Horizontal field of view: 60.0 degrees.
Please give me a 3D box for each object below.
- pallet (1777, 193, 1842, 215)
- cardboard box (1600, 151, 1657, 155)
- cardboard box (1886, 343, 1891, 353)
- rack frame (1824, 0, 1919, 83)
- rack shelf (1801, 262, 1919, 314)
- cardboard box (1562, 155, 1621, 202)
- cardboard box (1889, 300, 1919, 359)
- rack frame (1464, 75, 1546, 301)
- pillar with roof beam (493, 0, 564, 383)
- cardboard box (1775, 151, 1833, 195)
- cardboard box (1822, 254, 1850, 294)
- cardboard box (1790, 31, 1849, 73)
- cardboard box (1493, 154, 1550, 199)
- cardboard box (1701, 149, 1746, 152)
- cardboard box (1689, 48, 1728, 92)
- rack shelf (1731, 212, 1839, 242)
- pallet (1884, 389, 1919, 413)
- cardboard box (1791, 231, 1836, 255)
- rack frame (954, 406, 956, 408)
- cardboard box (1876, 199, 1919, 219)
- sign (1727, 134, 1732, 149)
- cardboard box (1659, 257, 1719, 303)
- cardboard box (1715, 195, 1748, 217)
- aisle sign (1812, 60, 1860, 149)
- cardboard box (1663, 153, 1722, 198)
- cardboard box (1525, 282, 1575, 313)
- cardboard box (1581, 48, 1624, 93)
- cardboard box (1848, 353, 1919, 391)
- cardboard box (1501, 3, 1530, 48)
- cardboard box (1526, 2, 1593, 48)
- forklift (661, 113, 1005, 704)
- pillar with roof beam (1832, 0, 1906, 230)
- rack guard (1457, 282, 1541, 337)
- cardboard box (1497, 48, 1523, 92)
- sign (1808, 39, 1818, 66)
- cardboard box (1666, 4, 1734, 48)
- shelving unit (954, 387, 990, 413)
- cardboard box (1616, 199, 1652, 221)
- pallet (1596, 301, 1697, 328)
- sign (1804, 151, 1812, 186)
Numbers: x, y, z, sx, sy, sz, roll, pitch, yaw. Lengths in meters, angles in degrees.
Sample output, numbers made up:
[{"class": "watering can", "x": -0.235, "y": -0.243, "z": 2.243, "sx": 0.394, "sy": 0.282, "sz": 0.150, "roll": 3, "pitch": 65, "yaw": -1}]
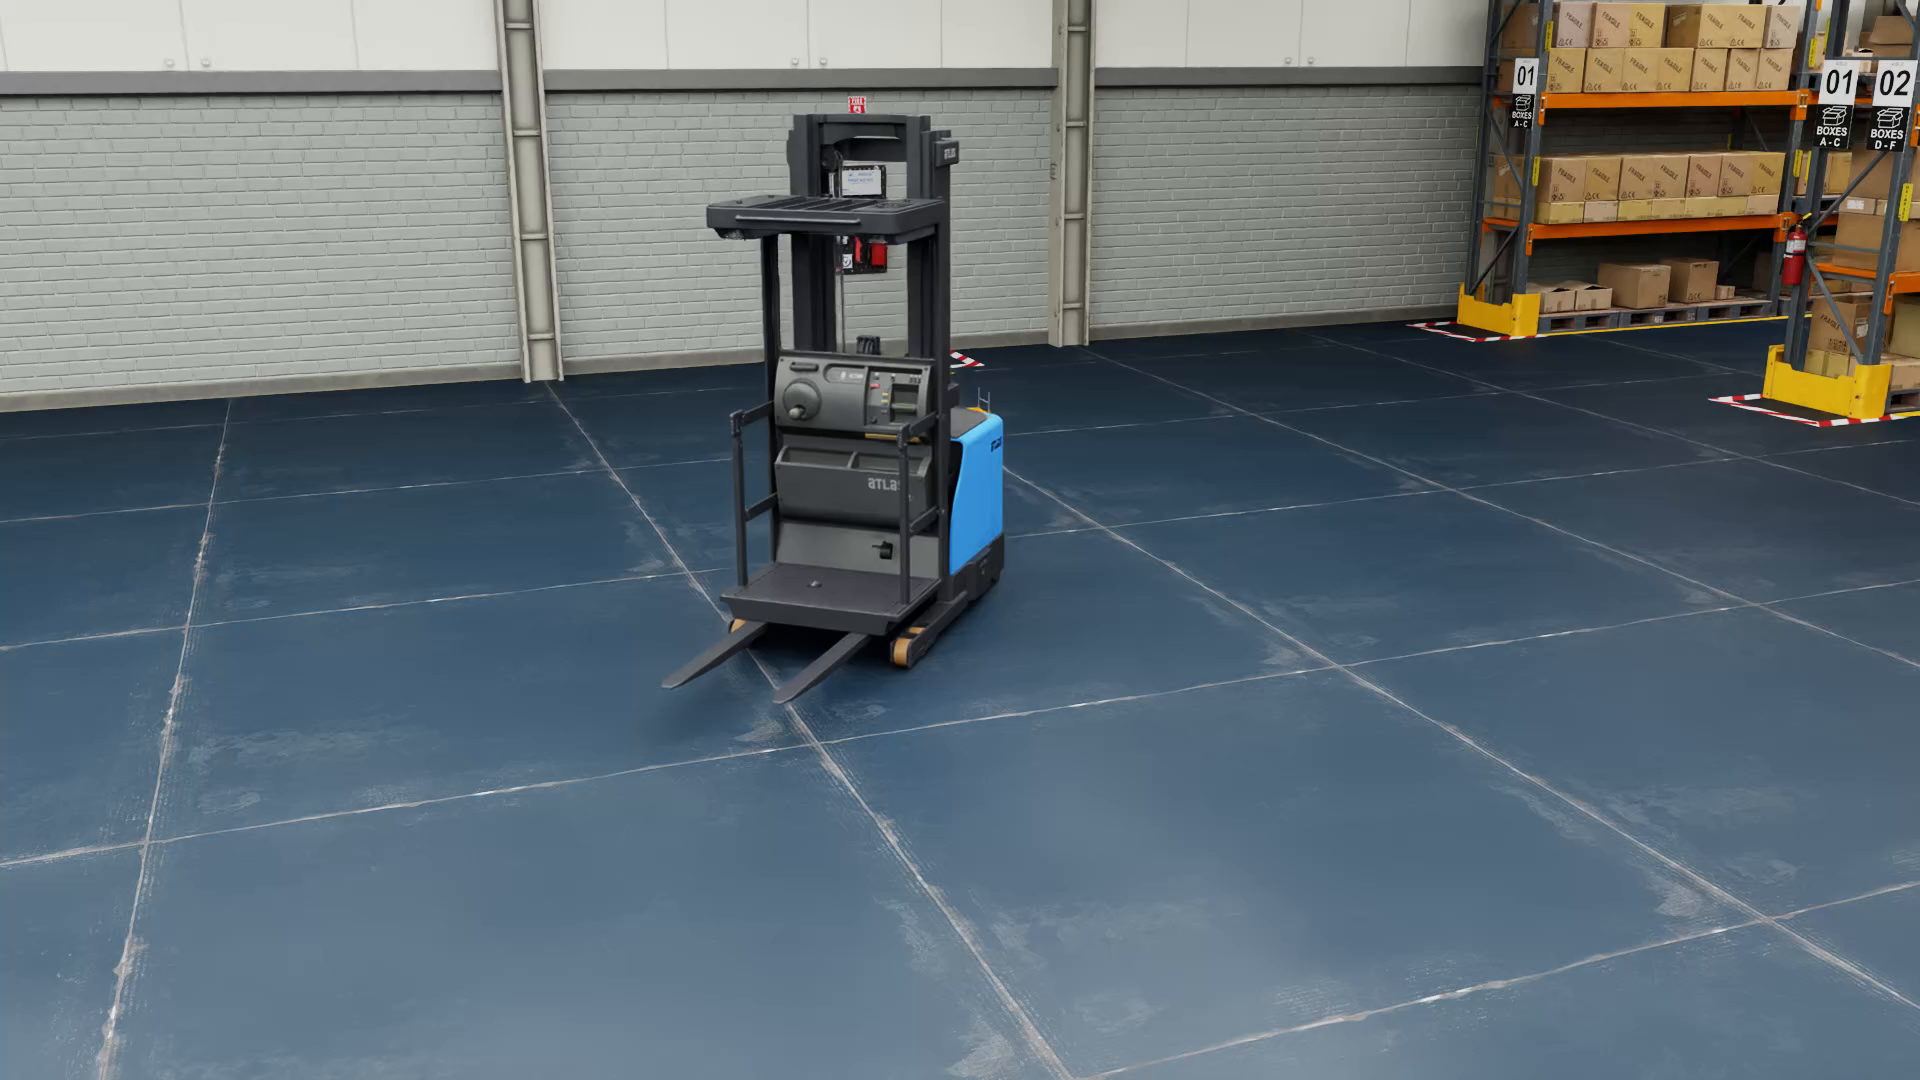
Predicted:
[{"class": "pallet", "x": 11.019, "y": -4.379, "z": 21.526, "sx": 1.213, "sy": 0.211, "sz": 1.003, "roll": -6, "pitch": 17, "yaw": -20}, {"class": "cardboard box", "x": 8.307, "y": -4.582, "z": 20.777, "sx": 0.500, "sy": 0.500, "sz": 0.500, "roll": -6, "pitch": 17, "yaw": -19}, {"class": "cardboard box", "x": 9.151, "y": -1.793, "z": 16.516, "sx": 0.500, "sy": 0.250, "sz": 0.500, "roll": -6, "pitch": 17, "yaw": -20}, {"class": "rack frame", "x": 8.294, "y": -5.604, "z": 14.711, "sx": 0.127, "sy": 3.000, "sz": 1.000, "roll": -6, "pitch": 17, "yaw": -20}, {"class": "rack shelf", "x": 10.161, "y": -2.582, "z": 16.345, "sx": 4.000, "sy": 0.370, "sz": 1.077, "roll": -6, "pitch": 17, "yaw": -20}, {"class": "cardboard box", "x": 7.536, "y": -4.342, "z": 19.962, "sx": 0.500, "sy": 0.500, "sz": 0.500, "roll": -6, "pitch": 17, "yaw": -20}, {"class": "cardboard box", "x": 9.340, "y": -2.014, "z": 15.938, "sx": 0.500, "sy": 0.500, "sz": 0.500, "roll": -6, "pitch": 17, "yaw": -20}, {"class": "rack frame", "x": 6.518, "y": -4.029, "z": 19.994, "sx": 0.127, "sy": 3.000, "sz": 1.000, "roll": -6, "pitch": 17, "yaw": -20}, {"class": "pillar with roof beam", "x": -2.803, "y": -4.863, "z": 12.187, "sx": 0.400, "sy": 9.000, "sz": 9.100, "roll": -6, "pitch": 17, "yaw": -20}, {"class": "cardboard box", "x": 10.740, "y": -4.733, "z": 21.435, "sx": 0.500, "sy": 0.500, "sz": 0.700, "roll": -6, "pitch": 17, "yaw": -20}, {"class": "cardboard box", "x": 11.399, "y": -3.588, "z": 22.147, "sx": 0.500, "sy": 0.500, "sz": 0.700, "roll": -7, "pitch": 18, "yaw": -21}, {"class": "cardboard box", "x": 10.792, "y": -6.155, "z": 20.987, "sx": 0.500, "sy": 0.500, "sz": 0.500, "roll": -4, "pitch": 17, "yaw": -12}, {"class": "cardboard box", "x": 6.882, "y": -4.430, "z": 20.259, "sx": 0.500, "sy": 0.500, "sz": 0.500, "roll": -6, "pitch": 18, "yaw": -21}, {"class": "cardboard box", "x": 9.739, "y": -4.737, "z": 21.306, "sx": 0.500, "sy": 0.500, "sz": 0.500, "roll": -7, "pitch": 18, "yaw": -21}, {"class": "cardboard box", "x": 8.889, "y": -5.699, "z": 20.146, "sx": 0.500, "sy": 0.500, "sz": 0.500, "roll": -7, "pitch": 18, "yaw": -22}, {"class": "rack shelf", "x": 12.120, "y": -4.289, "z": 22.155, "sx": 4.000, "sy": 0.370, "sz": 1.077, "roll": -6, "pitch": 17, "yaw": -20}, {"class": "pallet", "x": 8.993, "y": -1.476, "z": 16.250, "sx": 1.213, "sy": 0.211, "sz": 1.003, "roll": -6, "pitch": 17, "yaw": -20}, {"class": "cardboard box", "x": 11.344, "y": -3.927, "z": 21.974, "sx": 0.500, "sy": 0.250, "sz": 0.500, "roll": -7, "pitch": 18, "yaw": -21}, {"class": "rack frame", "x": -0.064, "y": -0.497, "z": 11.427, "sx": 0.008, "sy": 1.050, "sz": 0.200, "roll": -6, "pitch": 17, "yaw": -20}, {"class": "cardboard box", "x": 8.737, "y": -3.068, "z": 15.393, "sx": 0.250, "sy": 0.149, "sz": 0.380, "roll": -6, "pitch": 18, "yaw": -20}, {"class": "sign", "x": 10.051, "y": -5.133, "z": 21.700, "sx": 0.005, "sy": 0.325, "sz": 0.100, "roll": -6, "pitch": 17, "yaw": -20}, {"class": "cardboard box", "x": 9.298, "y": -3.329, "z": 21.265, "sx": 0.500, "sy": 0.500, "sz": 0.500, "roll": -8, "pitch": 18, "yaw": -24}, {"class": "cardboard box", "x": 9.451, "y": -4.194, "z": 20.788, "sx": 0.500, "sy": 0.250, "sz": 0.500, "roll": -6, "pitch": 17, "yaw": -20}, {"class": "aisle sign", "x": 8.127, "y": -4.044, "z": 15.431, "sx": 0.004, "sy": 0.787, "sz": 0.394, "roll": -6, "pitch": 17, "yaw": -20}, {"class": "cardboard box", "x": 8.984, "y": -4.501, "z": 20.501, "sx": 0.500, "sy": 0.500, "sz": 0.500, "roll": -7, "pitch": 18, "yaw": -22}, {"class": "cardboard box", "x": 7.196, "y": -2.996, "z": 20.468, "sx": 0.500, "sy": 0.311, "sz": 0.500, "roll": -8, "pitch": 18, "yaw": -26}, {"class": "cardboard box", "x": 7.434, "y": -5.538, "z": 19.597, "sx": 0.500, "sy": 0.500, "sz": 0.500, "roll": -5, "pitch": 17, "yaw": -16}, {"class": "cardboard box", "x": 8.874, "y": -1.604, "z": 15.870, "sx": 0.500, "sy": 0.250, "sz": 0.500, "roll": -6, "pitch": 17, "yaw": -20}, {"class": "cardboard box", "x": 6.827, "y": -6.118, "z": 19.796, "sx": 0.500, "sy": 0.500, "sz": 0.500, "roll": -5, "pitch": 17, "yaw": -18}, {"class": "cardboard box", "x": 6.964, "y": -5.980, "z": 19.328, "sx": 0.500, "sy": 0.500, "sz": 0.500, "roll": -8, "pitch": 18, "yaw": -24}, {"class": "forklift", "x": -0.681, "y": -0.830, "z": 9.223, "sx": 1.130, "sy": 2.935, "sz": 3.031, "roll": 6, "pitch": 17, "yaw": 19}, {"class": "pillar with roof beam", "x": 14.005, "y": -6.678, "z": 18.367, "sx": 0.400, "sy": 9.000, "sz": 9.100, "roll": -6, "pitch": 17, "yaw": -20}, {"class": "rack guard", "x": 6.589, "y": -2.837, "z": 20.372, "sx": 0.348, "sy": 0.500, "sz": 1.175, "roll": -6, "pitch": 17, "yaw": -20}, {"class": "cardboard box", "x": 6.817, "y": -5.634, "z": 19.924, "sx": 0.500, "sy": 0.500, "sz": 0.500, "roll": -5, "pitch": 17, "yaw": -16}, {"class": "sign", "x": 10.454, "y": -5.977, "z": 20.388, "sx": 0.005, "sy": 0.325, "sz": 0.100, "roll": -6, "pitch": 17, "yaw": -20}, {"class": "cardboard box", "x": 8.890, "y": -6.173, "z": 19.985, "sx": 0.500, "sy": 0.500, "sz": 0.500, "roll": -7, "pitch": 18, "yaw": -22}, {"class": "shelving unit", "x": 0.050, "y": -0.509, "z": 11.469, "sx": 0.252, "sy": 1.050, "sz": 0.215, "roll": -6, "pitch": 17, "yaw": -20}, {"class": "cardboard box", "x": 8.045, "y": -4.038, "z": 20.256, "sx": 0.500, "sy": 0.250, "sz": 0.500, "roll": -6, "pitch": 18, "yaw": -21}, {"class": "pallet", "x": 8.497, "y": -2.893, "z": 21.075, "sx": 1.213, "sy": 0.211, "sz": 1.003, "roll": -6, "pitch": 17, "yaw": -20}, {"class": "sign", "x": 8.113, "y": -3.539, "z": 15.851, "sx": 0.005, "sy": 0.325, "sz": 0.100, "roll": -6, "pitch": 17, "yaw": -20}]
